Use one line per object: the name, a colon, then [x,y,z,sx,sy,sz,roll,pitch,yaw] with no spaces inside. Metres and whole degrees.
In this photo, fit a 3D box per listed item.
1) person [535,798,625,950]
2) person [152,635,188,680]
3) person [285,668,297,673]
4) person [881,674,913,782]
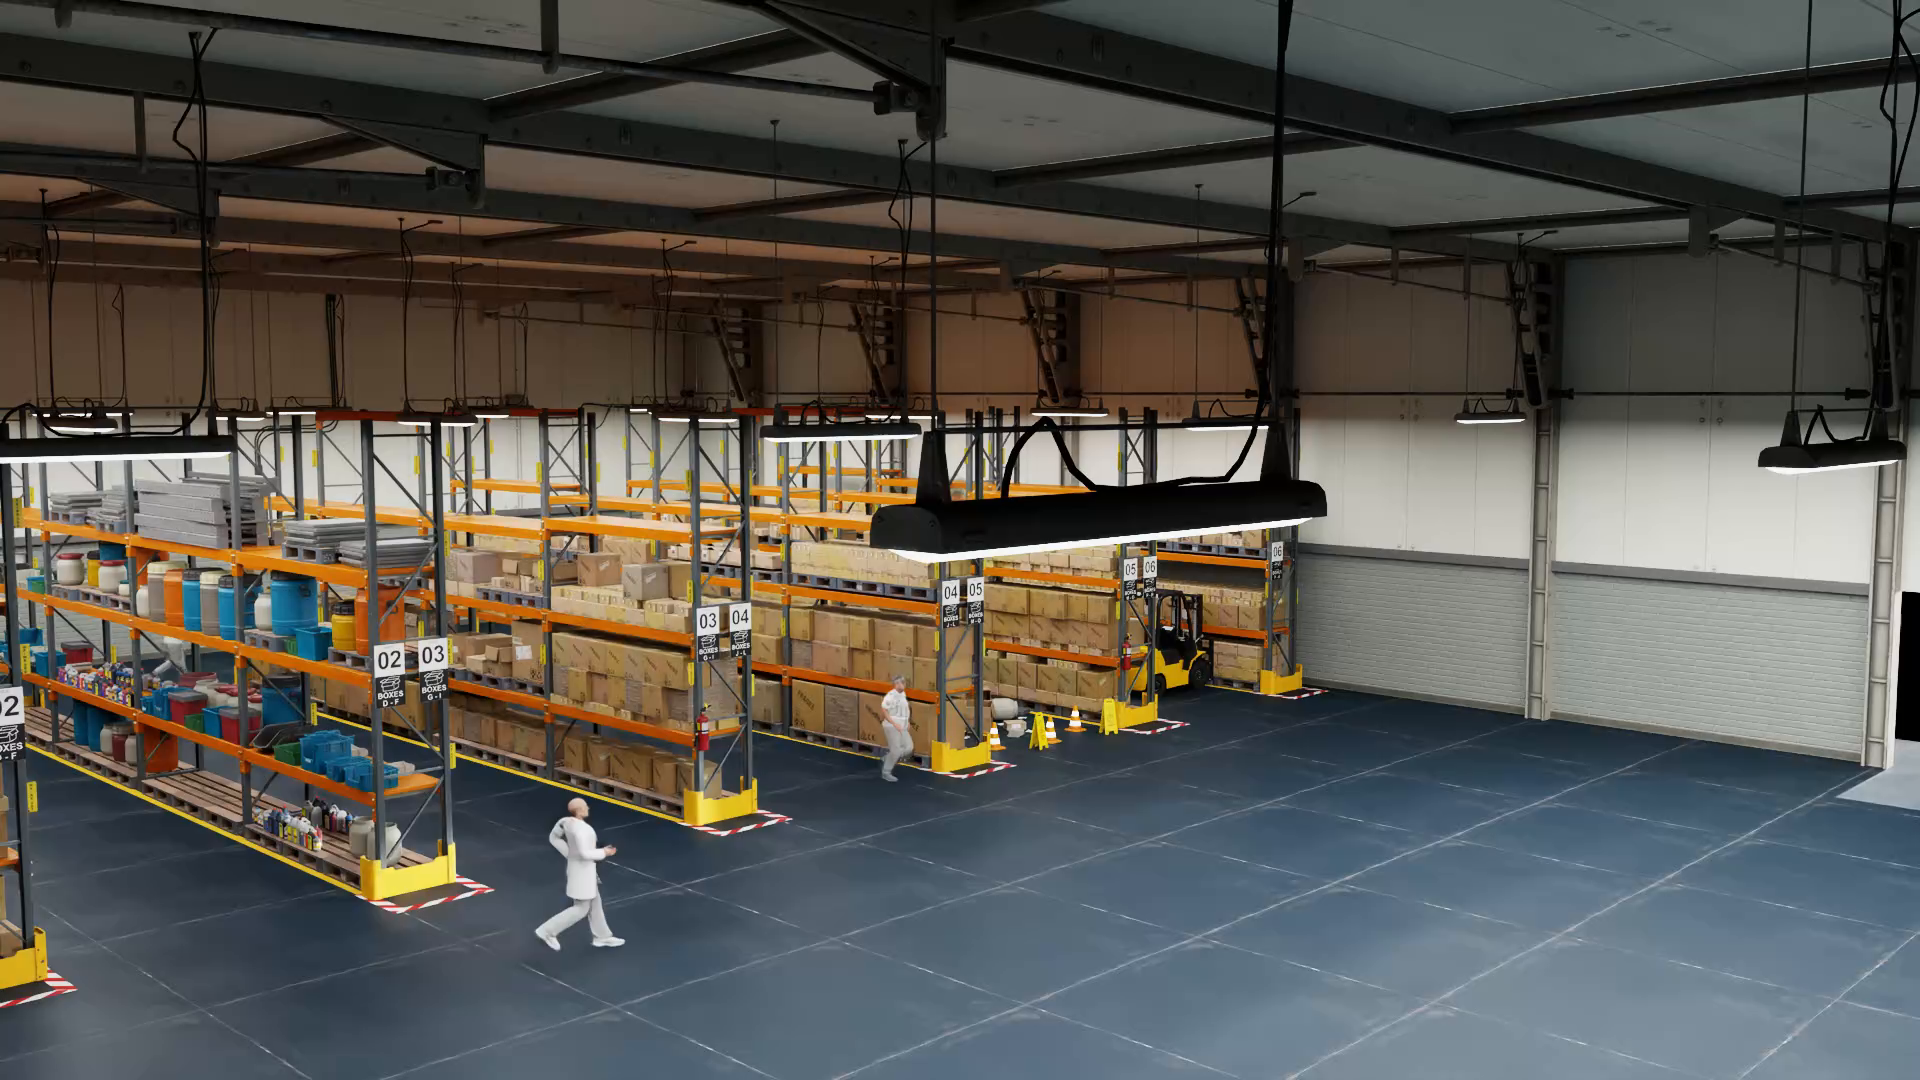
person: [-4.287,3.776,18.717,1.037,1.776,0.712,-3,6,-28]
person: [-17.150,2.291,36.233,0.920,1.668,0.610,-4,7,-41]
person: [-11.760,2.982,29.211,0.577,1.553,0.522,3,6,30]
person: [-1.030,3.063,27.335,0.543,1.723,0.716,3,6,30]
